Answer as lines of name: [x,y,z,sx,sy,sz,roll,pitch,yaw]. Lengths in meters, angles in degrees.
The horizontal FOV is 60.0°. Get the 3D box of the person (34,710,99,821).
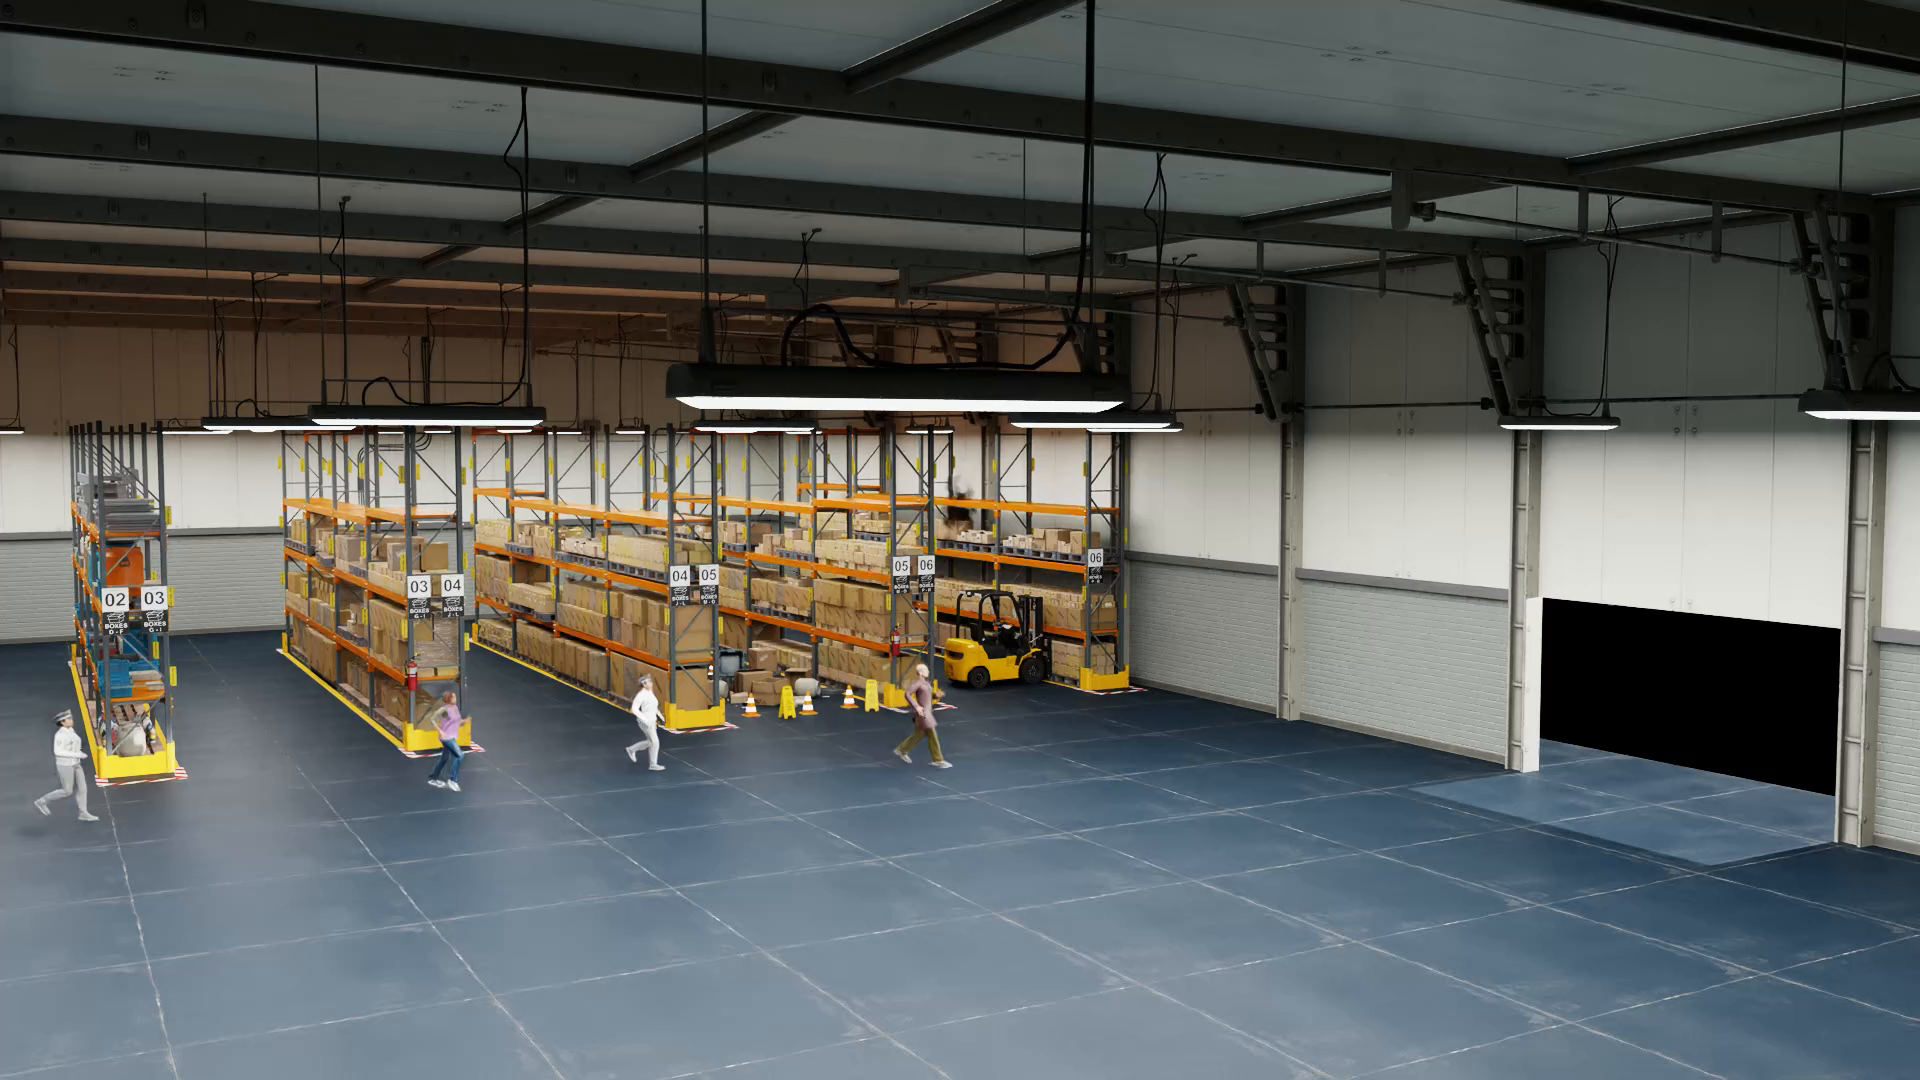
person: [-13.255,3.351,24.690,0.857,1.681,0.616,0,4,-7]

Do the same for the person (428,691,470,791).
person: [-8.300,3.266,27.021,0.701,1.641,0.506,0,4,3]

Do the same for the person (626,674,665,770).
person: [-5.410,3.120,28.586,0.697,1.653,0.655,1,4,14]

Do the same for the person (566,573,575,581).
person: [-11.486,1.836,49.380,0.908,1.709,0.588,-2,4,-27]

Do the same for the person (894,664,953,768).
person: [-0.636,3.028,28.728,1.041,1.775,0.697,0,4,5]
